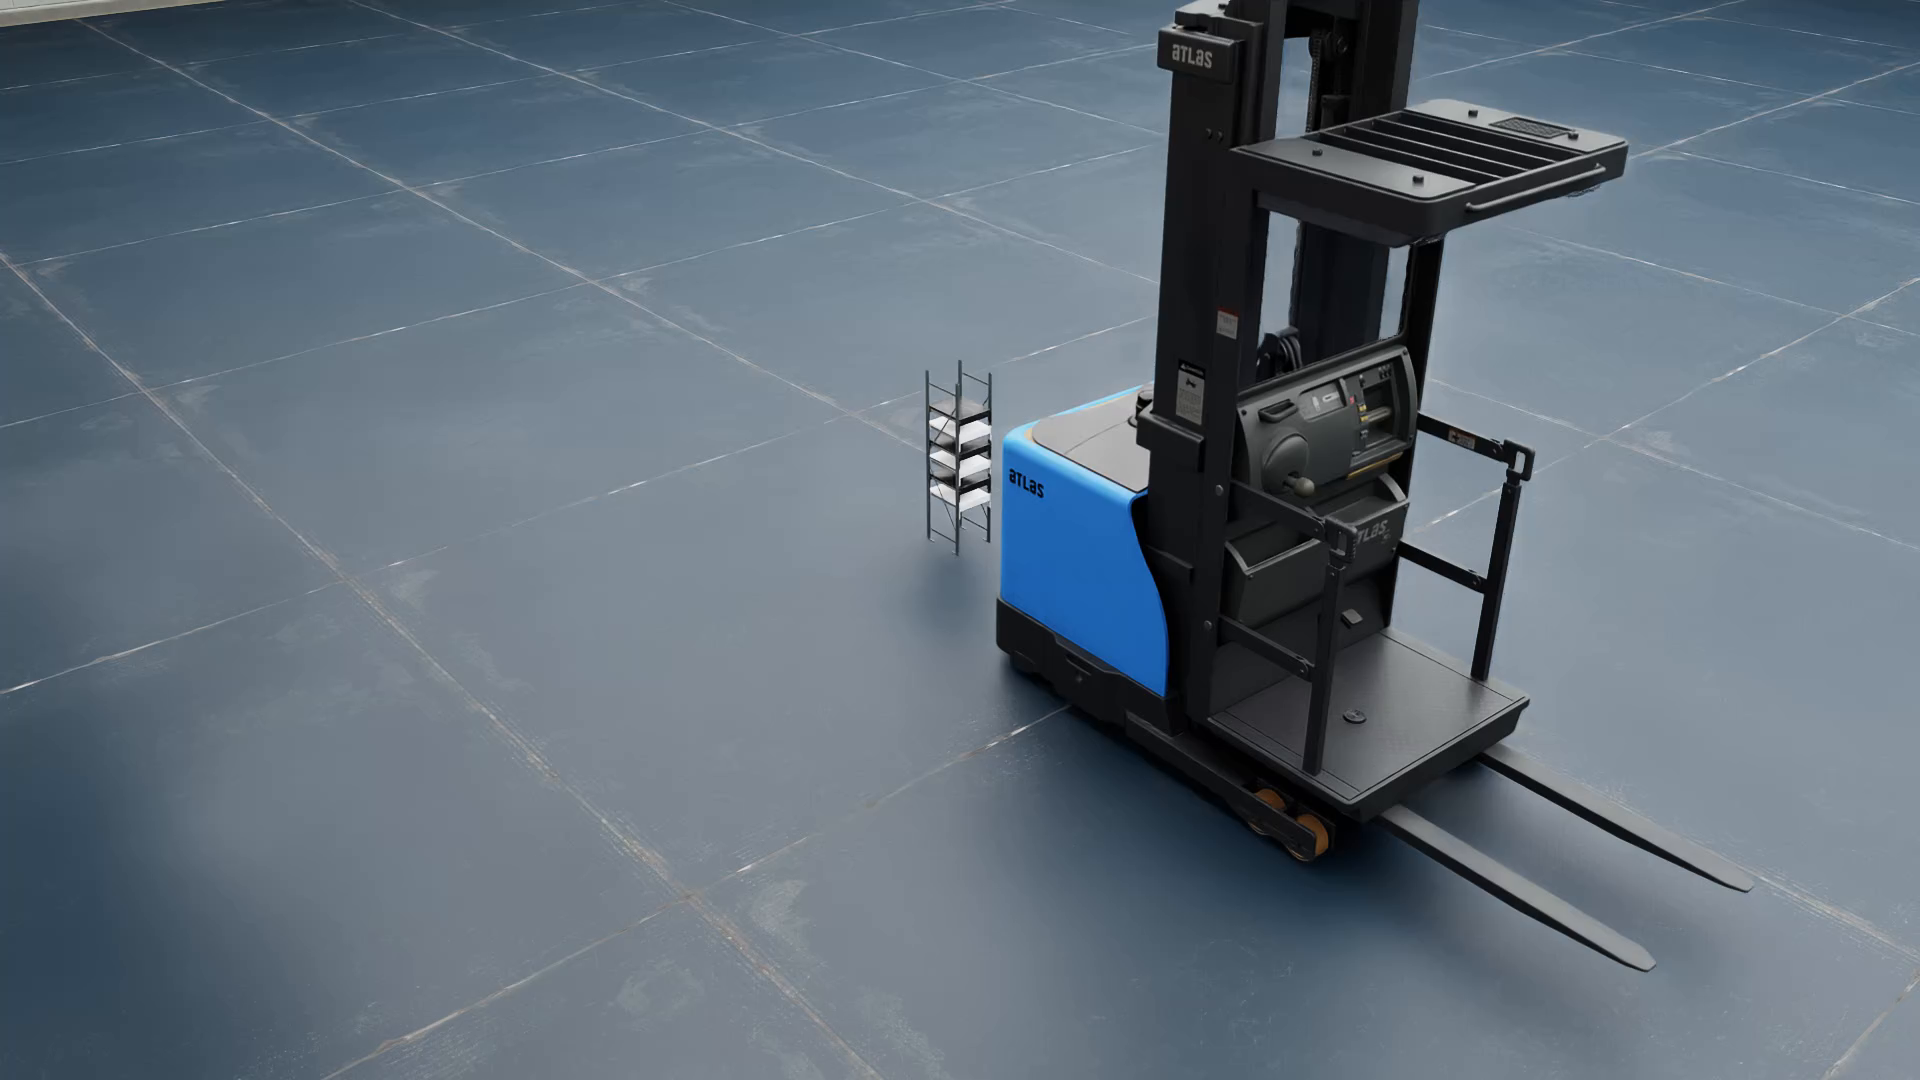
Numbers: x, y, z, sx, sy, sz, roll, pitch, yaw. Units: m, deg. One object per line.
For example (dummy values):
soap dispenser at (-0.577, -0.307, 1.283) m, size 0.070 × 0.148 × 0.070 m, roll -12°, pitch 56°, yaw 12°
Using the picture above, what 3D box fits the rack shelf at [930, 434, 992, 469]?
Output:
rack shelf at (-0.006, -0.444, 8.007) m, size 0.200 × 0.077 × 0.258 m, roll -22°, pitch 35°, yaw -35°

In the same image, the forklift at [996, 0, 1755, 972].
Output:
forklift at (1.473, -0.391, 5.872) m, size 1.130 × 2.935 × 3.031 m, roll -21°, pitch 34°, yaw -34°

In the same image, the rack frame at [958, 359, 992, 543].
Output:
rack frame at (0.071, -0.426, 8.091) m, size 0.006 × 0.900 × 0.240 m, roll -22°, pitch 35°, yaw -35°

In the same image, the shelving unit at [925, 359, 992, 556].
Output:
shelving unit at (-0.006, -0.394, 8.033) m, size 0.210 × 0.900 × 0.258 m, roll -22°, pitch 35°, yaw -35°

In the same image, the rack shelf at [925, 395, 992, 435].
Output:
rack shelf at (-0.006, -0.603, 7.922) m, size 0.200 × 0.077 × 0.258 m, roll -22°, pitch 35°, yaw -35°

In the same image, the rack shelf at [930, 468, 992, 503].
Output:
rack shelf at (-0.006, -0.286, 8.091) m, size 0.200 × 0.077 × 0.258 m, roll -22°, pitch 35°, yaw -35°

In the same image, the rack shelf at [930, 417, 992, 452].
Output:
rack shelf at (-0.006, -0.524, 7.964) m, size 0.200 × 0.077 × 0.258 m, roll -22°, pitch 35°, yaw -35°

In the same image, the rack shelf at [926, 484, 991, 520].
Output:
rack shelf at (-0.006, -0.206, 8.134) m, size 0.200 × 0.077 × 0.258 m, roll -22°, pitch 35°, yaw -35°

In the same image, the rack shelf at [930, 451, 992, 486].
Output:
rack shelf at (-0.006, -0.365, 8.049) m, size 0.200 × 0.077 × 0.258 m, roll -22°, pitch 35°, yaw -35°

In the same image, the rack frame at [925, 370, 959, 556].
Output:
rack frame at (-0.084, -0.363, 7.975) m, size 0.006 × 0.900 × 0.240 m, roll -22°, pitch 35°, yaw -35°
